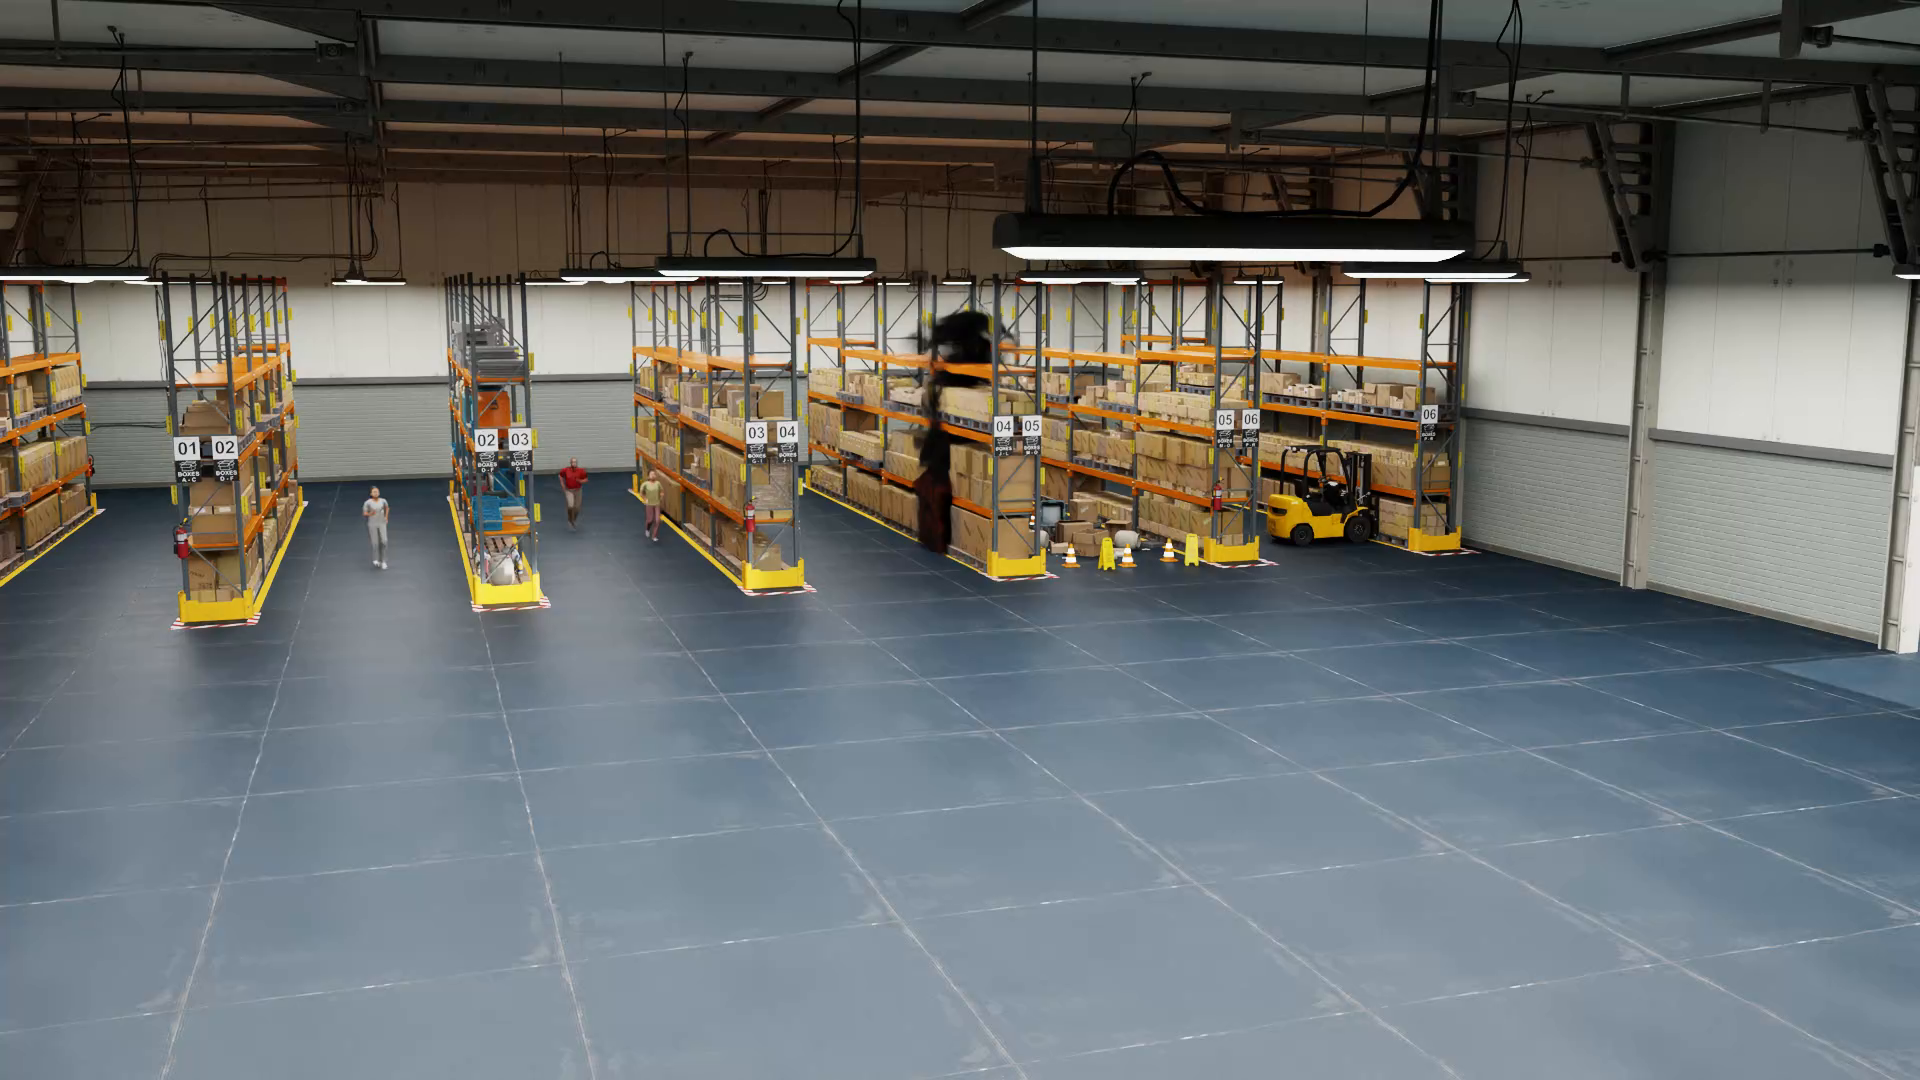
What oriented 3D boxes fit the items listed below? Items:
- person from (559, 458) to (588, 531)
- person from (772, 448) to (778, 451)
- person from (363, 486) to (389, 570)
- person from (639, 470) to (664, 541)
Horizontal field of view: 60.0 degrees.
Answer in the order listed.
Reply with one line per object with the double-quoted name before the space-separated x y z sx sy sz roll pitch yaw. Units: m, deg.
"person" -9.211 -1.076 39.707 0.635 1.800 0.837 -4 9 -22
"person" -5.270 -2.177 46.845 0.683 1.717 0.627 0 9 -2
"person" -11.991 -0.255 34.217 0.546 1.717 0.720 -4 10 -27
"person" -7.012 -0.796 37.959 0.578 1.619 0.567 -4 9 -24
